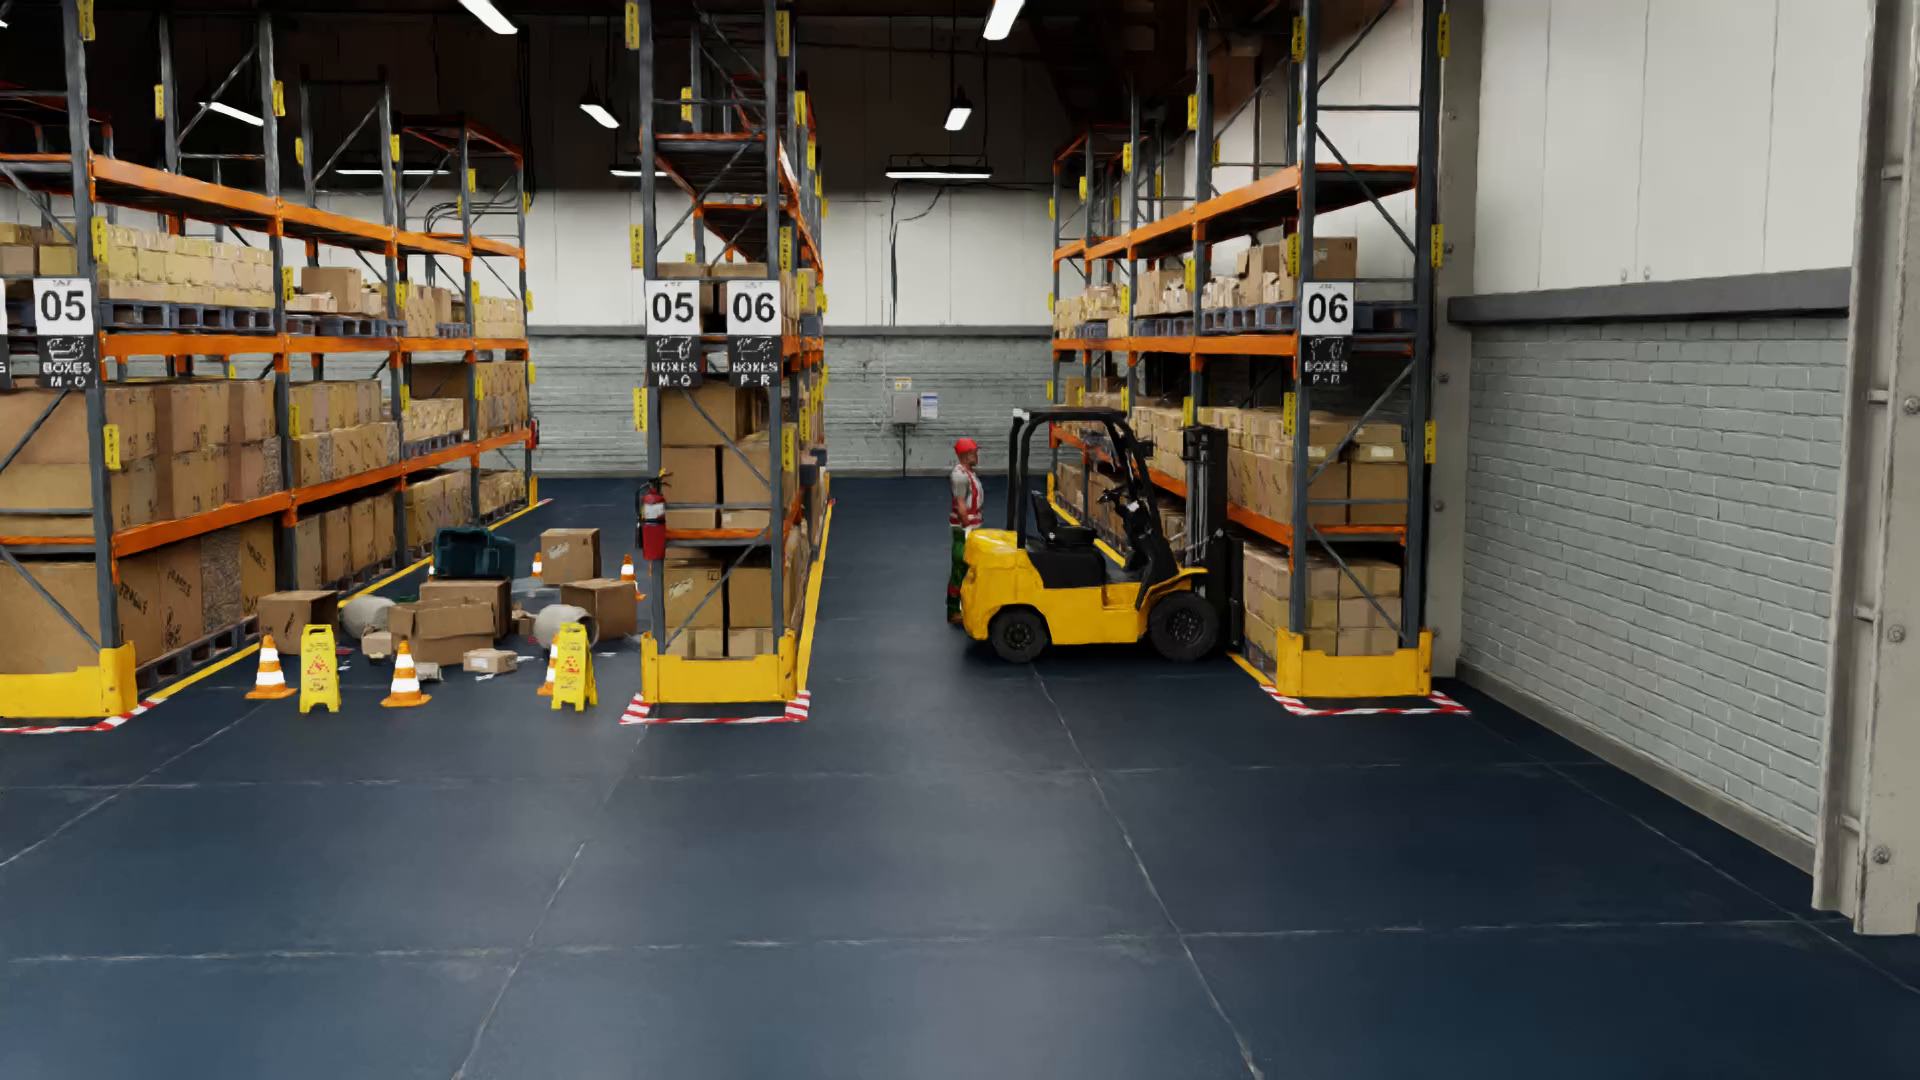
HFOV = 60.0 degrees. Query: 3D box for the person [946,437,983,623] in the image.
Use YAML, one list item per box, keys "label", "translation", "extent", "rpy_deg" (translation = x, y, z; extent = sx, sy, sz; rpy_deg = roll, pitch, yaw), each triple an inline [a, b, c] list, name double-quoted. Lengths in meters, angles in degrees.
- label: "person"
  translation: [0.078, -0.112, 16.334]
  extent: [0.379, 1.795, 0.665]
  rpy_deg: [2, 7, 13]
